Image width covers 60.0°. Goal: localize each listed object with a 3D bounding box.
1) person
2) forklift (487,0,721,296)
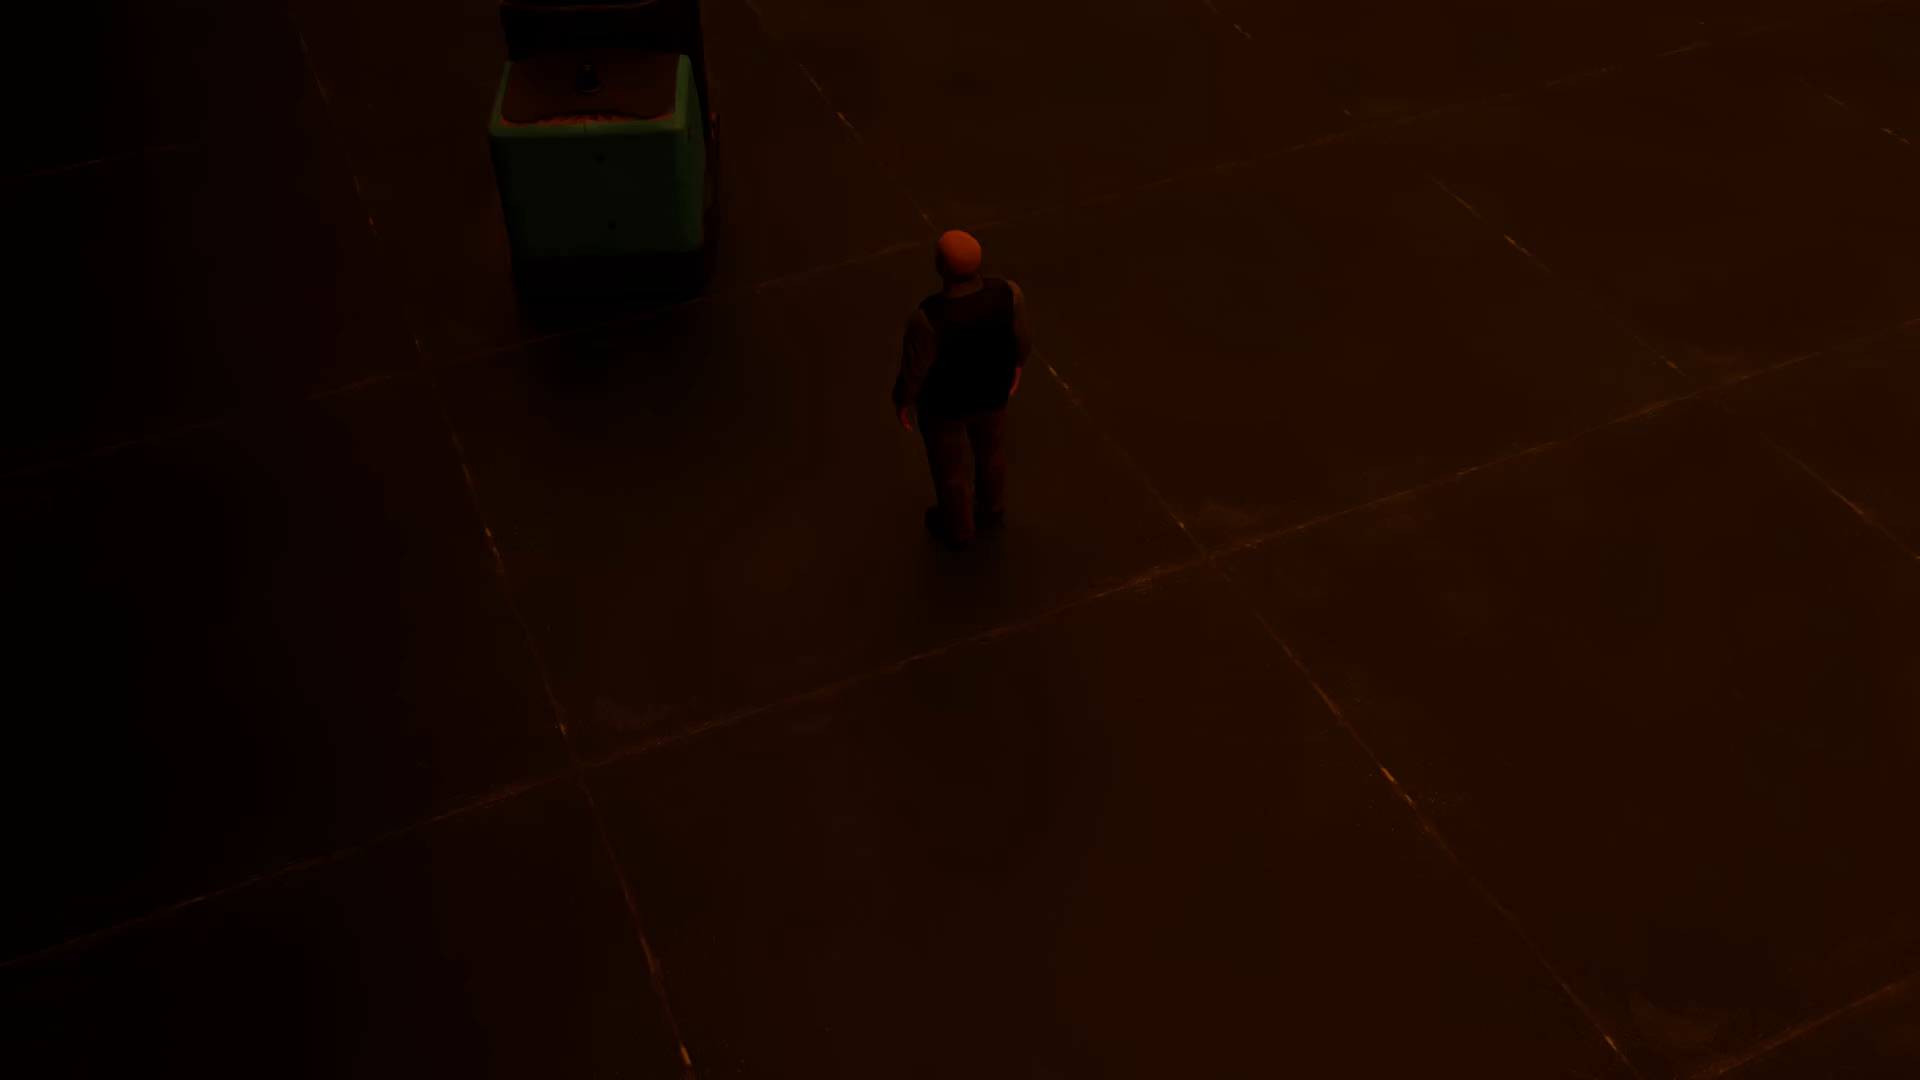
[{"bbox_3d":[-0.019,-0.675,7.280,0.632,1.720,0.567,-18,46,-18],"label":"person"},{"bbox_3d":[-2.052,-3.415,9.339,1.130,2.935,3.031,-3,43,-4],"label":"forklift"}]
